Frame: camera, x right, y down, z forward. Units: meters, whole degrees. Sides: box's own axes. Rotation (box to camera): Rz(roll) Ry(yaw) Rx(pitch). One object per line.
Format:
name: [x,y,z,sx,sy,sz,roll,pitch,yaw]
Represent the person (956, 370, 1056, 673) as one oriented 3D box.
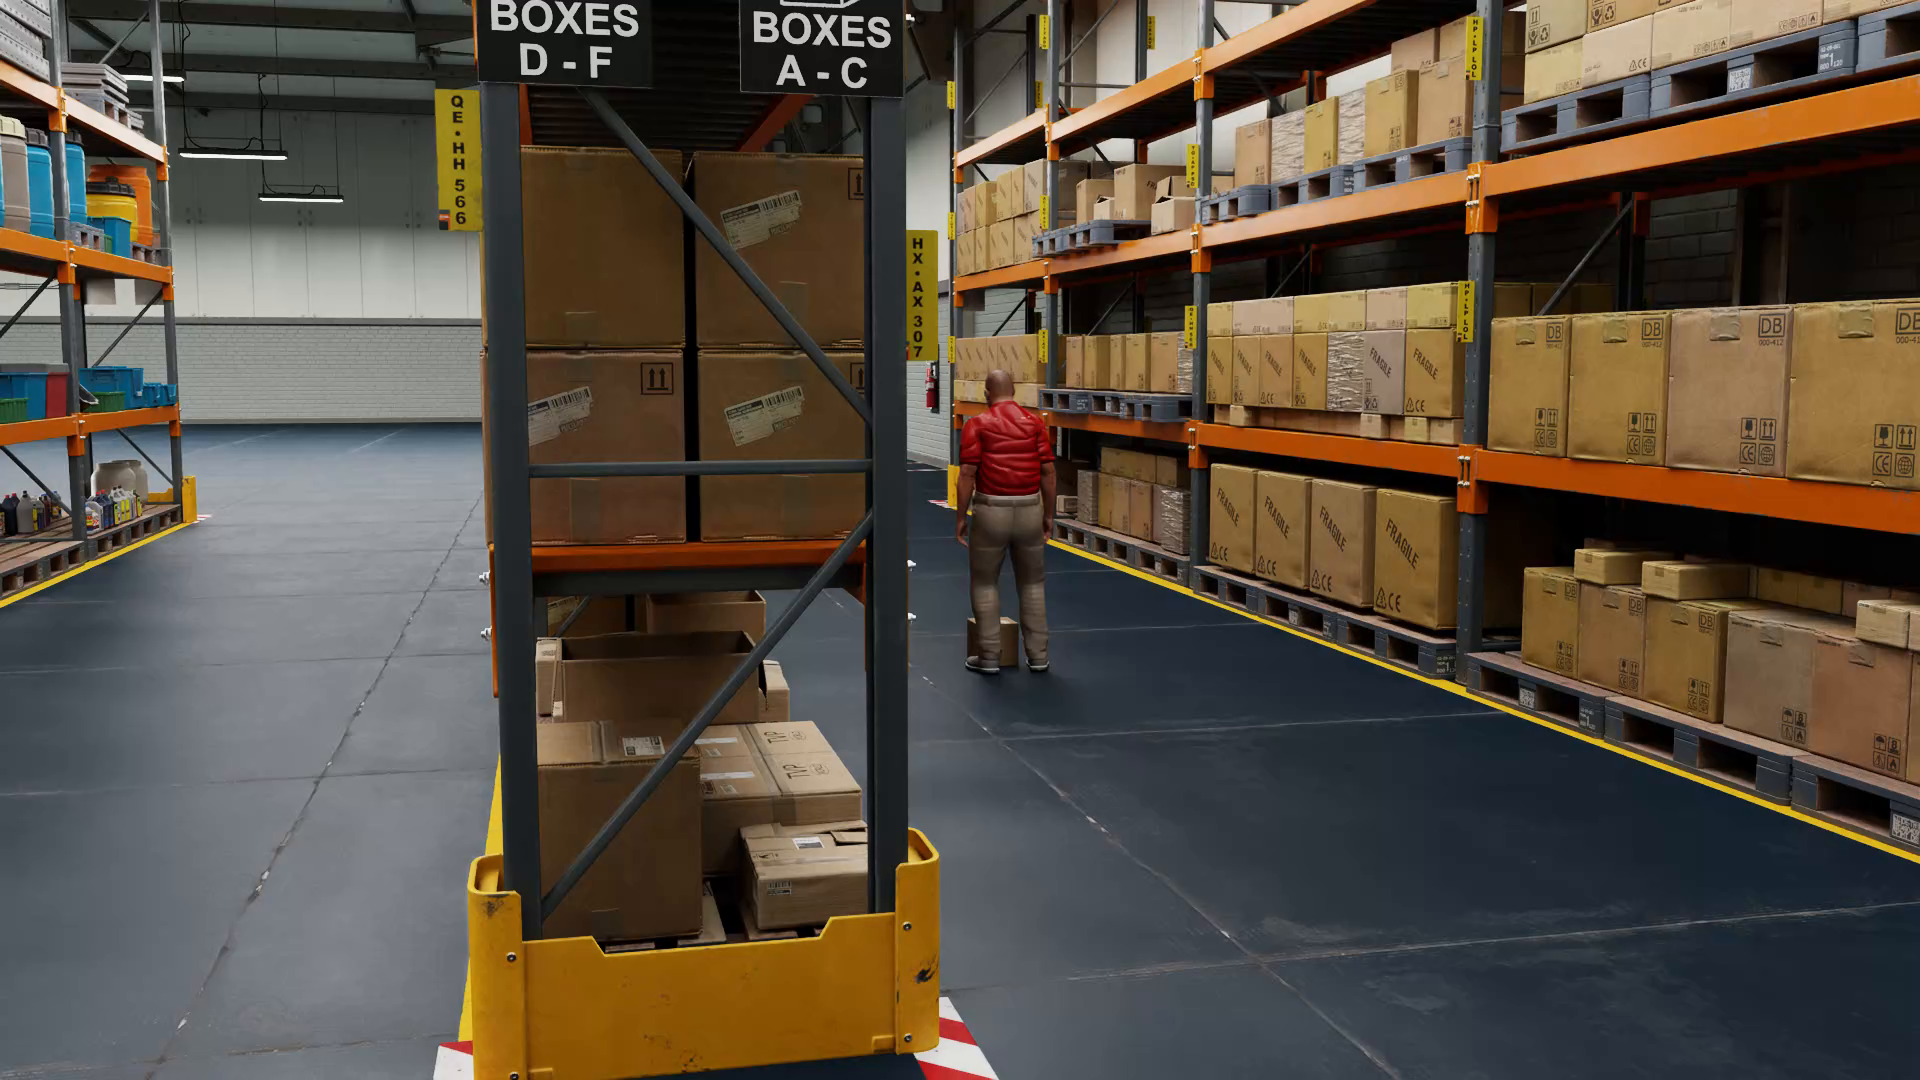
person: [0.260,-0.108,9.522,0.587,1.726,0.389,-2,6,-14]
